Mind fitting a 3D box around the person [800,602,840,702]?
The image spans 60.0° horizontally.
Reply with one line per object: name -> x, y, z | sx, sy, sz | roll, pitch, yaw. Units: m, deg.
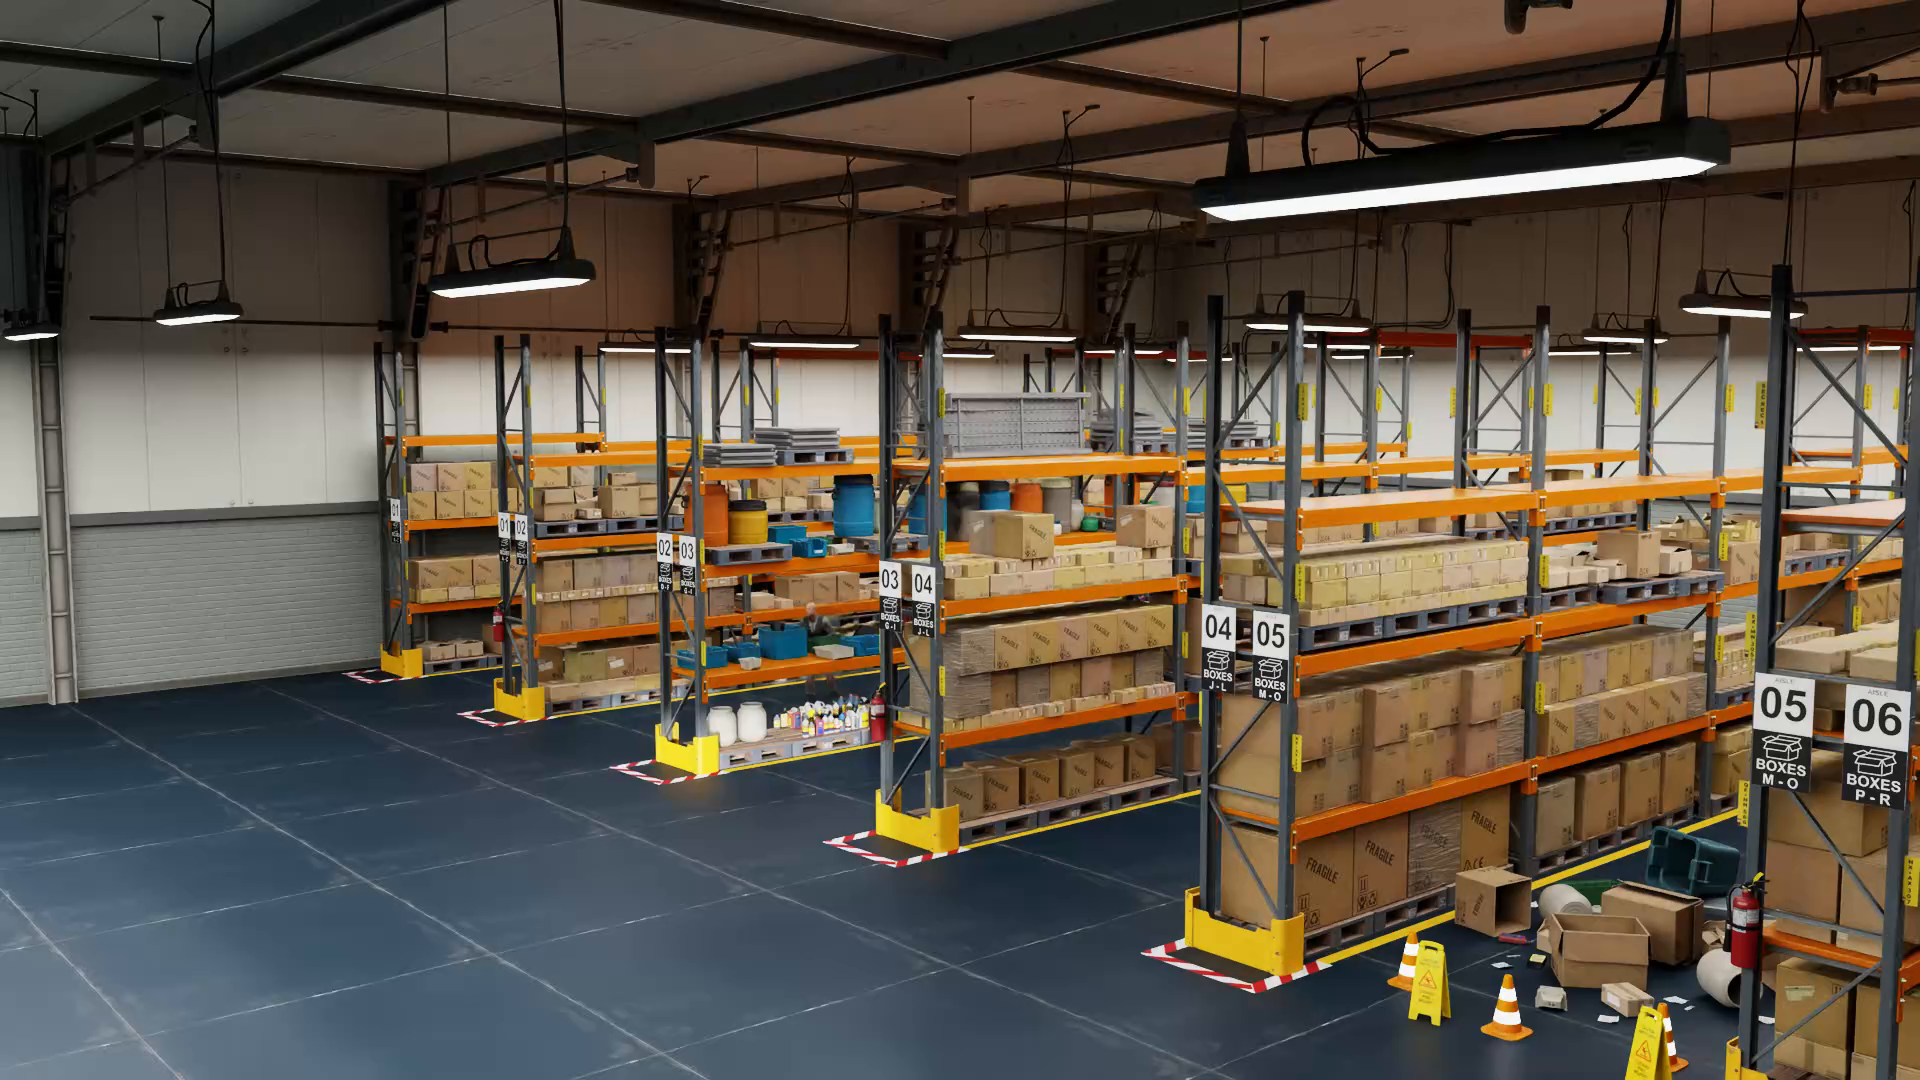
person -> -2.345, 1.851, 27.582 | 0.675, 1.665, 0.810 | 0, 5, -2
